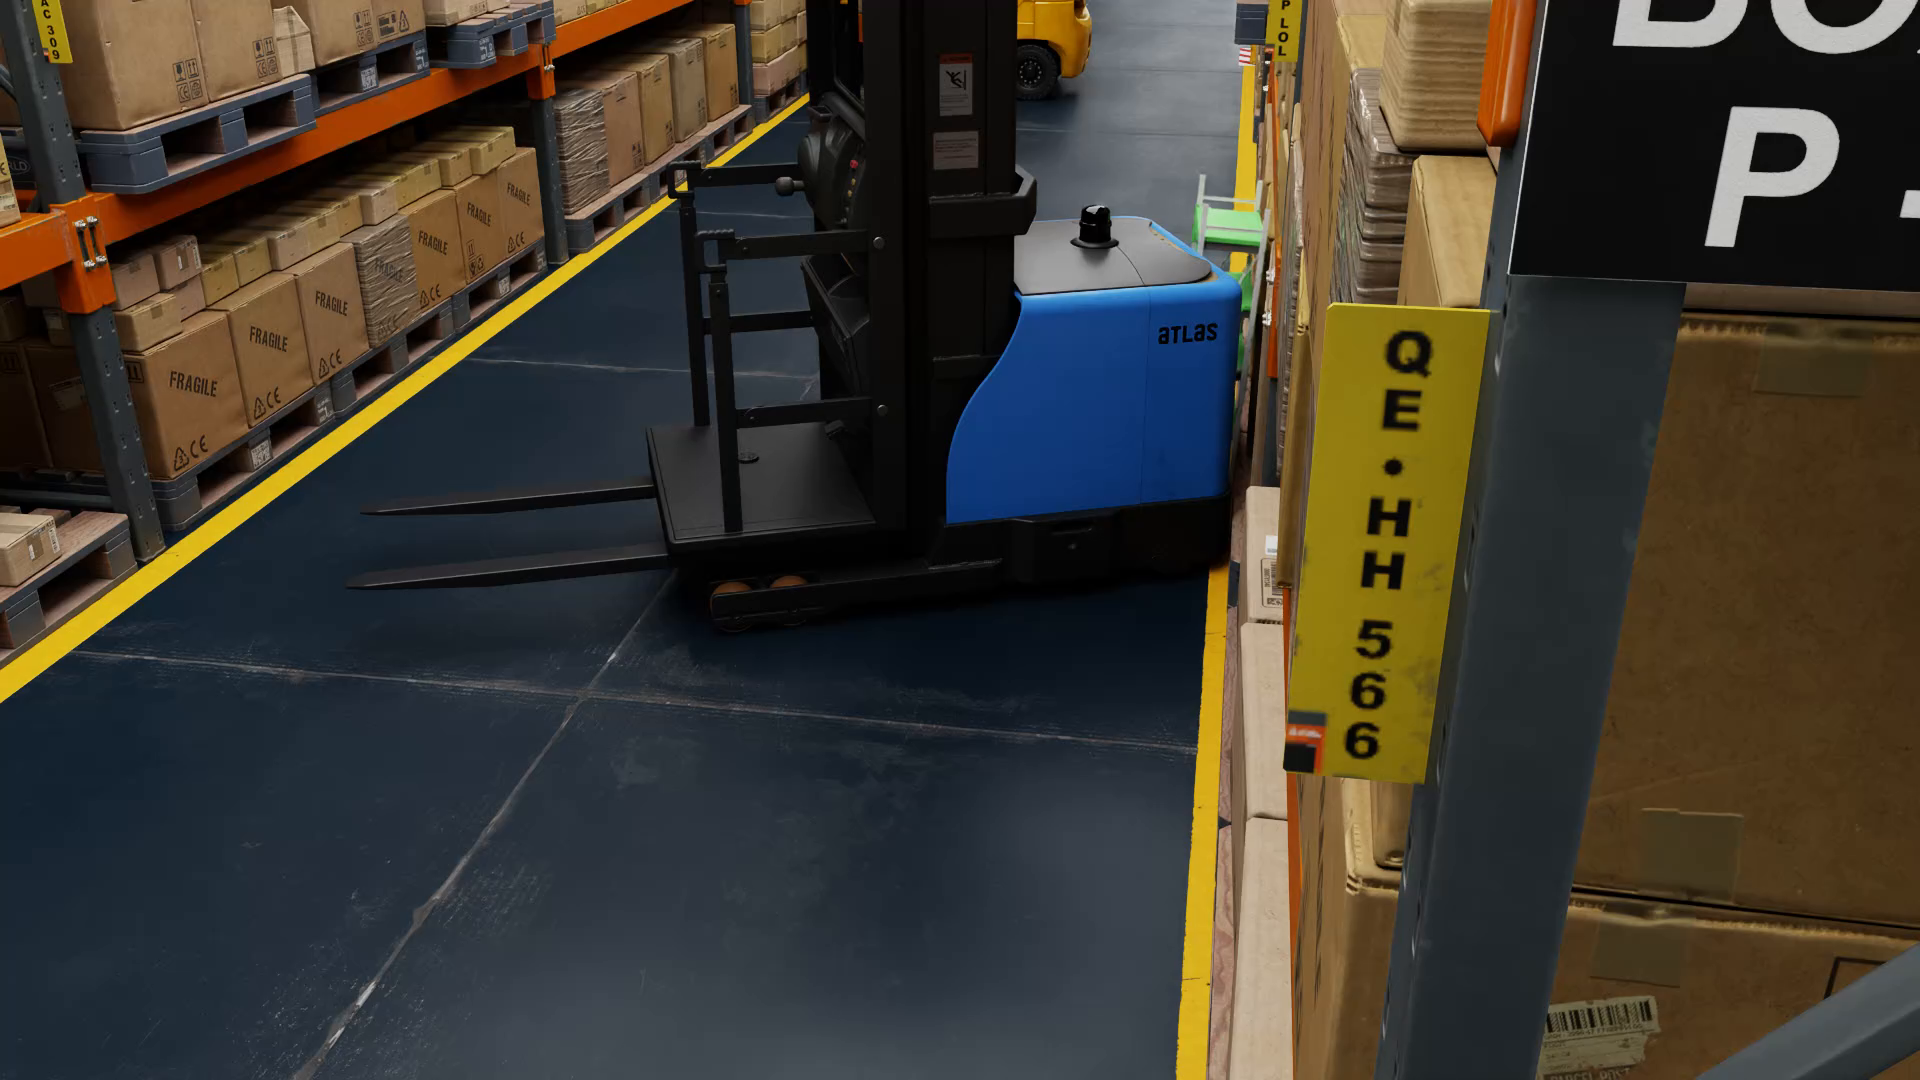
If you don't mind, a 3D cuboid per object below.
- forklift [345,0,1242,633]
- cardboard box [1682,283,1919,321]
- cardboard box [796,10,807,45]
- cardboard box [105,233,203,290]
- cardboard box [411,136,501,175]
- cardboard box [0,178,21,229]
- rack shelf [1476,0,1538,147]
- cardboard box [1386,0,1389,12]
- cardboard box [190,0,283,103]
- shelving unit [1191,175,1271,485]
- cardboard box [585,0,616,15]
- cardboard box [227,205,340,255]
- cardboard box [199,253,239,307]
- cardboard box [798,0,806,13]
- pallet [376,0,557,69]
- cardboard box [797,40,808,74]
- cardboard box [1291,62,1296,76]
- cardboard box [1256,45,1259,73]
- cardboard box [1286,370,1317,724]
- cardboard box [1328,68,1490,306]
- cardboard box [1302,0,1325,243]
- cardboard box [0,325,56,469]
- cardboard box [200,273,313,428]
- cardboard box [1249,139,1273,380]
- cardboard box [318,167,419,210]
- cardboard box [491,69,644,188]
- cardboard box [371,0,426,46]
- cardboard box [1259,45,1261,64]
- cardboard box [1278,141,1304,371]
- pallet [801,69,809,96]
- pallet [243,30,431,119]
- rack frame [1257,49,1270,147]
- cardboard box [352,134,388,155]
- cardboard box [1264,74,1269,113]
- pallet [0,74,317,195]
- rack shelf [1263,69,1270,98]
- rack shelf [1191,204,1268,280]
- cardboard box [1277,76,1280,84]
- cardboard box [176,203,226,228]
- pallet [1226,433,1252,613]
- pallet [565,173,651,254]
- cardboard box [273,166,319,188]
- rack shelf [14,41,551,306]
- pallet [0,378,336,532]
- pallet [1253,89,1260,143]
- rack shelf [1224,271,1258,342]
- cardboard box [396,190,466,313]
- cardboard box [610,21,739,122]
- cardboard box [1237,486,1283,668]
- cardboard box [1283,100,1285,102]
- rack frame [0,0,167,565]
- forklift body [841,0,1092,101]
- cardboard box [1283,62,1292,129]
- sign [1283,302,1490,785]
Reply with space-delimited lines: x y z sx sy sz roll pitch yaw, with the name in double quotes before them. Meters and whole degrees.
"forklift" -0.606 -1.264 5.493 3.031 2.935 1.130 -6 26 -13
"cardboard box" 0.660 -0.270 1.225 0.380 0.149 0.250 4 25 9
"cardboard box" -1.580 -4.447 14.371 0.500 0.250 0.500 4 25 8
"cardboard box" -3.128 -1.059 6.312 0.380 0.149 0.250 3 25 6
"cardboard box" -2.636 -2.013 8.701 0.380 0.149 0.250 3 25 6
"cardboard box" -3.248 -1.064 5.282 0.380 0.149 0.250 4 25 9
"rack shelf" 1.126 -1.183 2.549 1.077 0.370 4.000 4 25 9
"cardboard box" 0.815 -0.807 2.373 0.380 0.149 0.250 5 25 10
"cardboard box" -3.060 -1.968 6.303 0.700 0.500 0.500 4 25 9
"shelving unit" 0.974 -0.741 6.389 0.258 1.200 0.503 6 25 4
"cardboard box" -2.390 -3.313 9.966 0.500 0.250 0.500 3 25 7
"cardboard box" -2.972 -1.363 7.311 0.380 0.149 0.250 5 26 10
"cardboard box" -3.124 -1.042 6.625 0.380 0.149 0.250 3 25 6
"cardboard box" -1.585 -4.675 14.268 0.500 0.250 0.500 5 26 10
"pallet" -2.832 -2.627 8.550 1.213 0.211 1.003 4 25 9
"cardboard box" -1.595 -4.229 14.494 0.500 0.250 0.500 4 25 9
"cardboard box" 1.278 -1.689 5.023 0.500 0.500 0.500 5 26 10
"cardboard box" 2.842 -4.190 14.411 0.500 0.250 0.500 6 26 12
"cardboard box" 0.788 -0.004 2.602 0.500 0.500 0.500 5 26 10
"cardboard box" 0.700 -0.251 1.950 0.500 0.500 0.500 4 25 9
"cardboard box" 0.953 -0.878 3.290 0.500 0.500 0.500 4 25 10
"cardboard box" -3.656 -0.613 6.474 0.500 0.500 0.500 4 25 8
"cardboard box" -3.066 -0.797 6.868 0.500 0.500 0.500 4 25 8
"cardboard box" 1.762 -1.232 7.354 0.875 0.875 0.875 4 25 9
"cardboard box" -2.850 -1.695 8.020 0.380 0.149 0.250 4 25 8
"cardboard box" -2.576 -2.650 10.680 0.875 0.625 0.625 5 26 10
"cardboard box" -2.875 -2.543 7.528 0.797 0.503 0.637 3 25 7
"cardboard box" 2.674 -4.096 13.326 0.500 0.500 0.500 4 25 9
"cardboard box" 1.032 -0.644 3.969 0.500 0.500 0.500 4 25 9
"pallet" -1.769 -4.253 15.088 1.003 0.211 1.213 4 25 9
"pallet" -3.104 -2.101 7.427 1.003 0.211 1.213 4 25 9
"rack frame" 2.760 -4.333 11.968 1.000 3.000 0.127 4 25 9
"cardboard box" -3.253 -2.048 8.775 0.380 0.149 0.250 5 26 10
"cardboard box" 2.677 -3.113 11.967 0.950 0.372 0.625 4 25 9
"pallet" -3.206 -1.569 6.289 1.003 0.211 1.213 4 25 9
"rack shelf" 2.434 -3.170 10.333 1.077 0.370 4.000 4 25 9
"rack shelf" 1.001 -1.119 6.217 0.258 0.148 0.480 6 25 4
"cardboard box" 1.712 -2.188 7.564 0.500 0.250 0.500 3 25 7
"cardboard box" -3.499 -1.399 7.389 0.380 0.149 0.250 4 25 9
"pallet" 1.505 -0.052 6.111 1.003 0.211 1.213 4 25 9
"pallet" -2.618 -2.081 10.446 1.003 0.211 1.213 4 25 9
"cardboard box" -3.346 -1.719 8.071 0.380 0.149 0.250 3 25 7
"rack shelf" -3.118 -1.840 7.490 1.077 0.370 4.000 4 25 9
"pallet" -3.349 -0.409 6.875 1.003 0.211 1.213 4 25 9
"pallet" 2.835 -3.353 13.164 1.003 0.211 1.213 4 25 9
"rack shelf" 0.985 -0.901 6.316 0.258 0.148 0.480 6 25 4
"cardboard box" -2.823 -1.441 8.243 0.500 0.500 0.500 5 26 11
"cardboard box" -2.211 -3.571 12.646 0.875 0.625 0.625 5 26 11
"cardboard box" 1.244 0.239 4.729 0.875 0.438 0.875 4 25 8
"cardboard box" 1.463 -1.546 6.192 0.500 0.250 0.500 3 25 7
"rack frame" -3.445 -1.329 5.551 1.000 3.000 0.127 4 25 9
"forklift body" 0.006 -5.044 14.489 2.313 2.155 1.214 4 25 9
"cardboard box" 1.360 -1.556 5.623 0.500 0.250 0.500 5 25 10
"sign" 0.266 0.011 1.043 0.100 0.325 0.005 4 25 9
